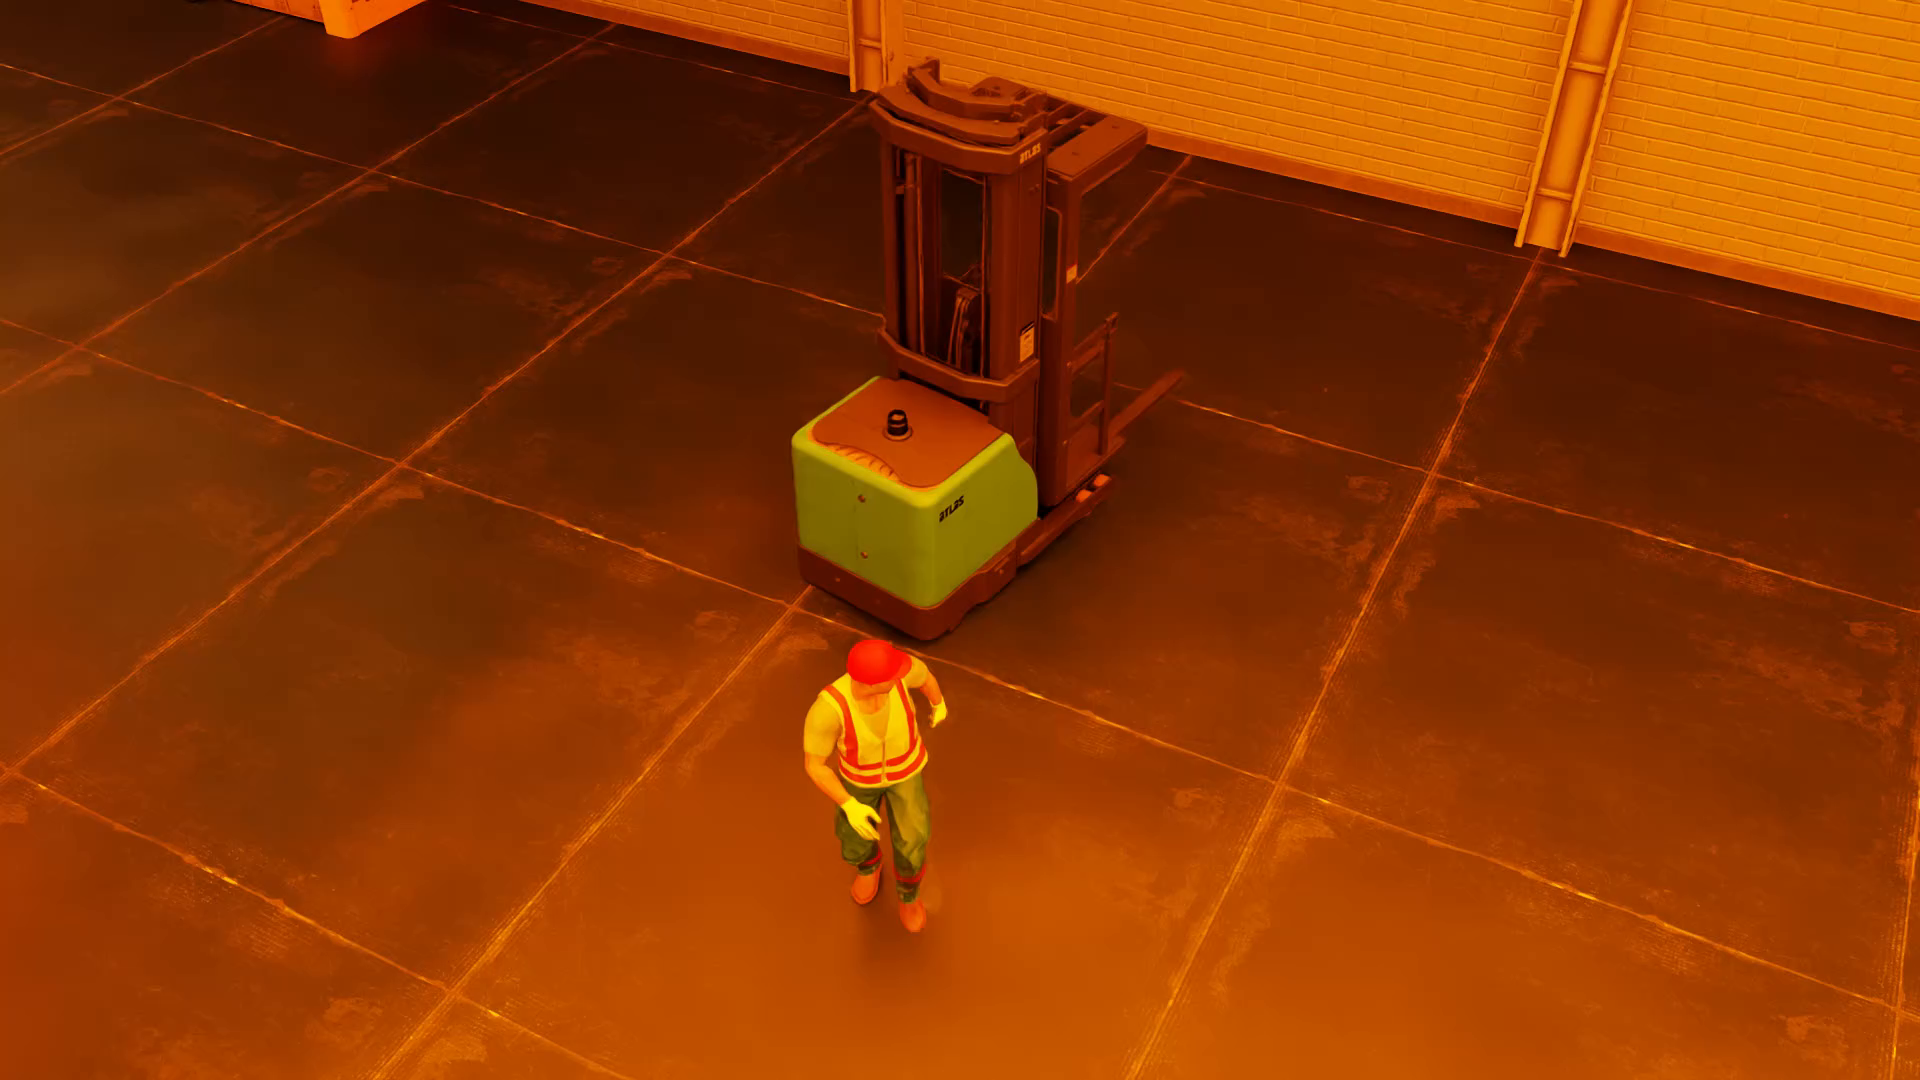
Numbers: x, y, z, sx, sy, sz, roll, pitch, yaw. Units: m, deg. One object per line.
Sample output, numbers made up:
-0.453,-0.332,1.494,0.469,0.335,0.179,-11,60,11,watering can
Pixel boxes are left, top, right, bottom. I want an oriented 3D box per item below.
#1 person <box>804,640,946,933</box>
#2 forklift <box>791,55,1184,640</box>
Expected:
-0.368,1.088,7.673,0.673,1.756,0.787,-4,40,-5,person
0.331,-1.446,9.704,1.130,2.935,3.031,26,47,28,forklift
